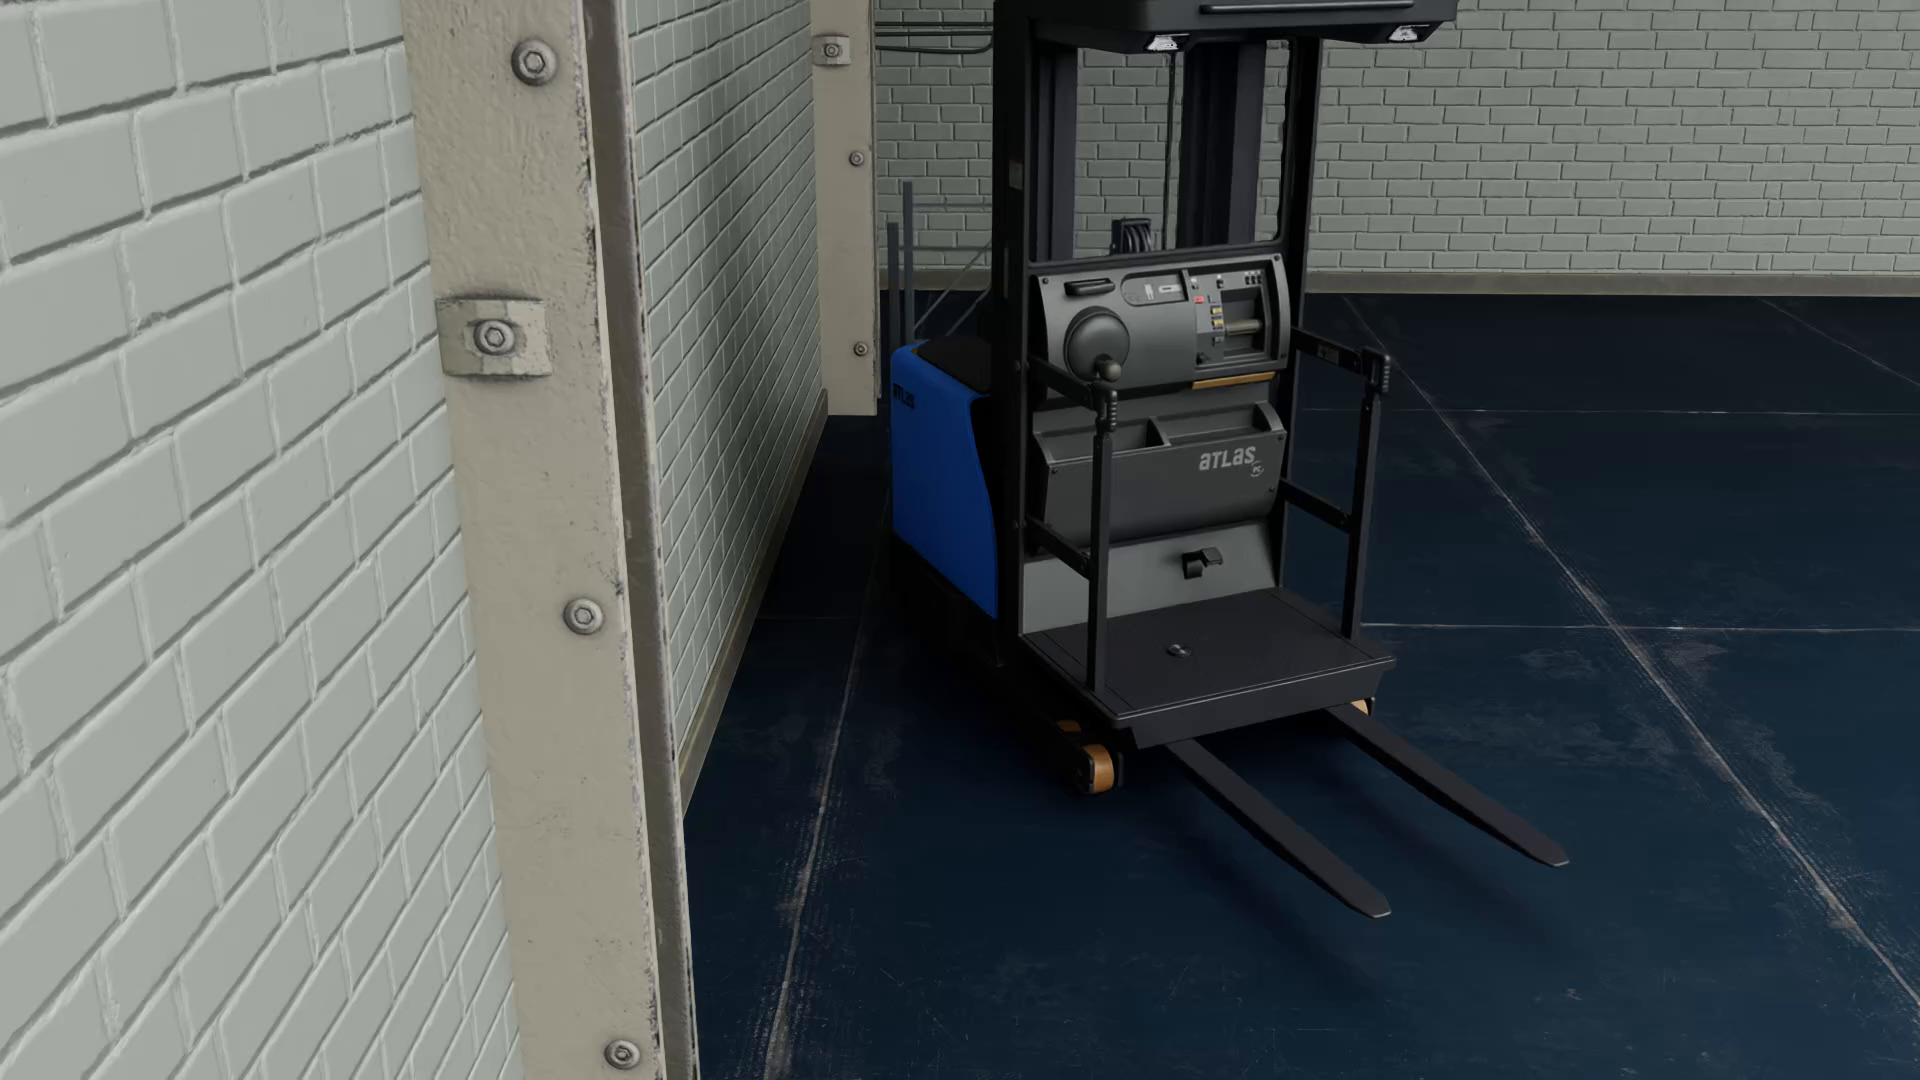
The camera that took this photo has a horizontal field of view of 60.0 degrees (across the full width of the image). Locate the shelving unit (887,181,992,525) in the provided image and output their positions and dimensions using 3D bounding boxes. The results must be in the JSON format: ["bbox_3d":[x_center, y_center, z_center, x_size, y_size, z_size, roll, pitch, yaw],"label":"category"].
[{"bbox_3d":[-0.024,-0.751,7.392,0.538,1.500,1.048,1,21,2],"label":"shelving unit"}]

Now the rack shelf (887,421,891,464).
[{"bbox_3d":[-0.024,-0.584,7.457,0.538,0.185,1.000,1,21,2],"label":"rack shelf"}]

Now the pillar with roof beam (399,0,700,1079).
[{"bbox_3d":[3.502,-2.751,2.180,9.100,9.000,0.400,1,21,2],"label":"pillar with roof beam"}]

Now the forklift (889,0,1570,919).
[{"bbox_3d":[0.773,-0.717,5.325,1.130,2.935,3.031,-9,23,-22],"label":"forklift"}]

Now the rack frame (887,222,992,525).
[{"bbox_3d":[-0.039,-0.568,6.918,0.500,1.500,0.032,1,21,2],"label":"rack frame"}]

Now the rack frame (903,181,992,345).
[{"bbox_3d":[-0.009,-0.935,7.866,0.500,1.500,0.032,1,21,2],"label":"rack frame"}]

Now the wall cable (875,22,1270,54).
[{"bbox_3d":[0.793,-4.571,11.162,3.097,2.526,0.112,1,21,2],"label":"wall cable"}]

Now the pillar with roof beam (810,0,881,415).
[{"bbox_3d":[3.685,-4.921,7.771,9.100,9.000,0.400,1,21,2],"label":"pillar with roof beam"}]
